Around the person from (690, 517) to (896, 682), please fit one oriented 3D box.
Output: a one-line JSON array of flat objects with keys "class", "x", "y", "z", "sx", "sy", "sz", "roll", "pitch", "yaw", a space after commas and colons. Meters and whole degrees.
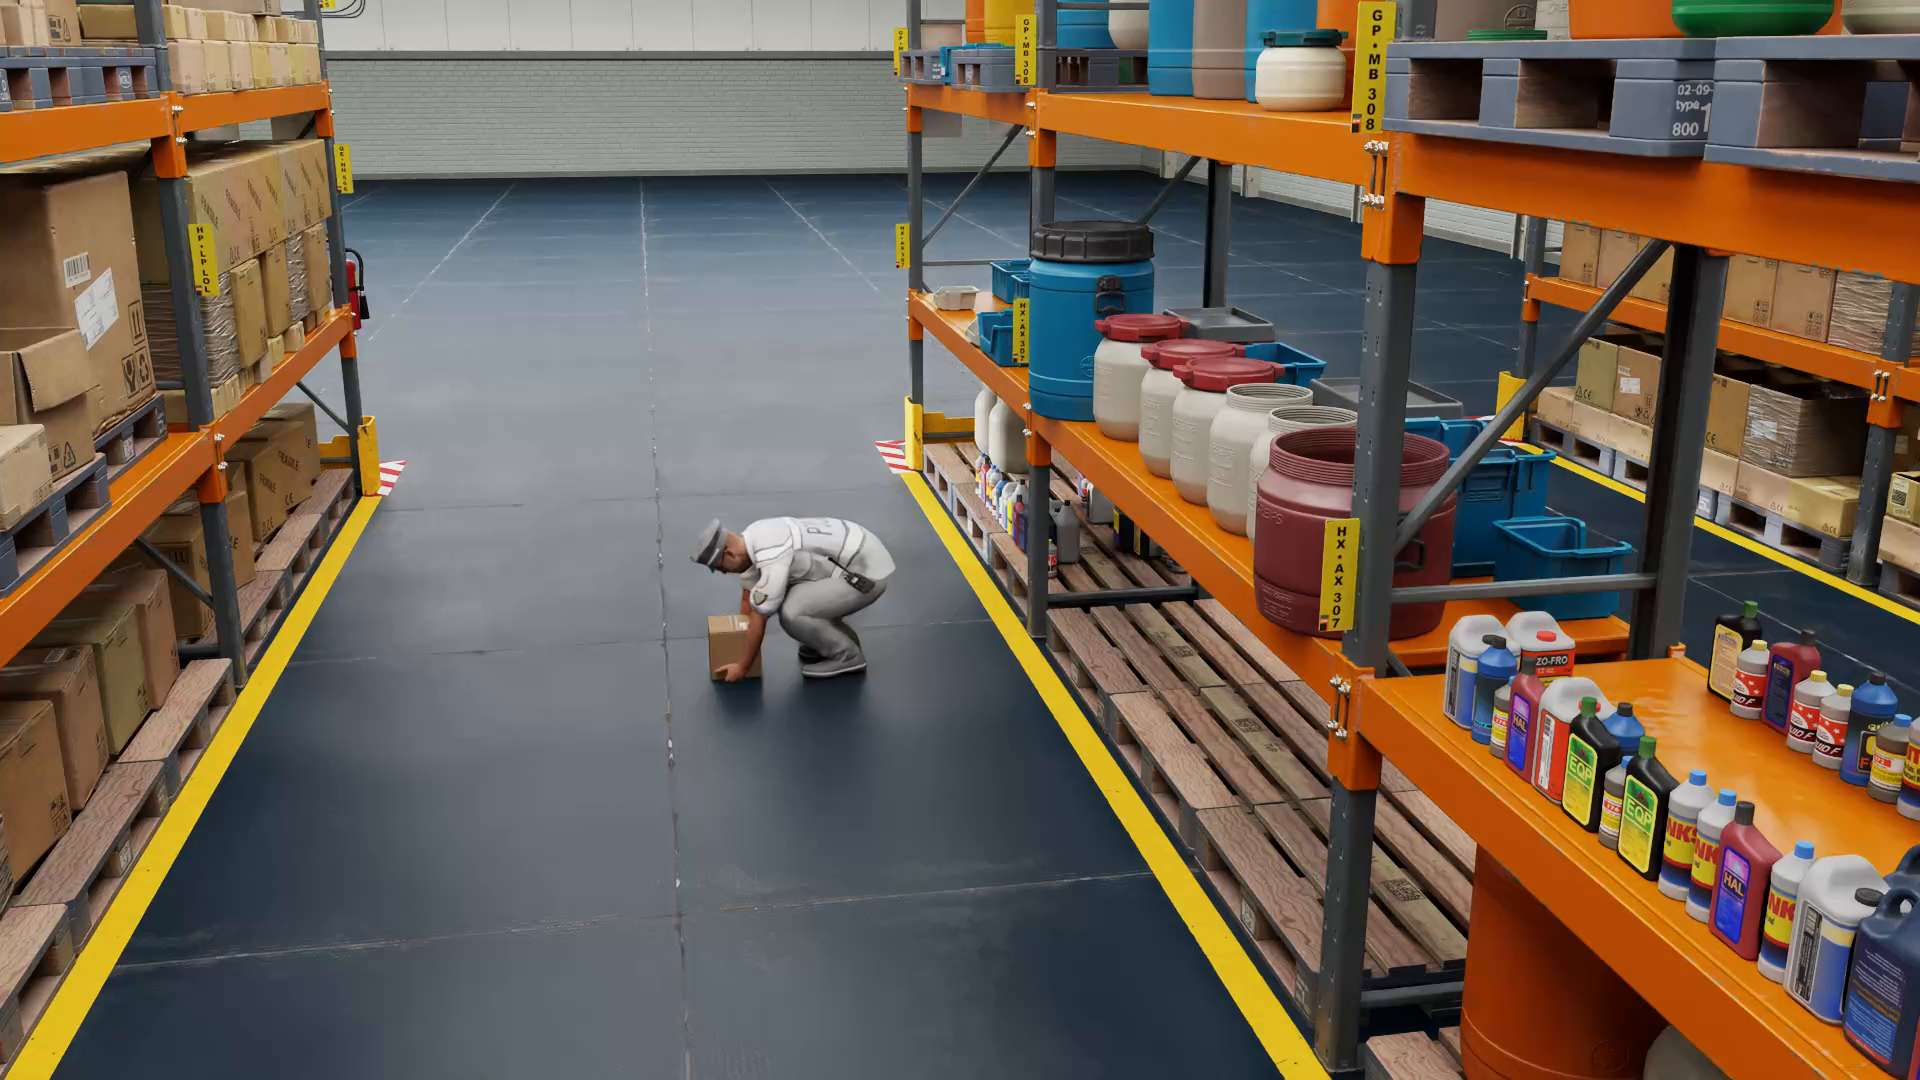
[{"class": "person", "x": -0.833, "y": 0.270, "z": 8.337, "sx": 1.016, "sy": 0.828, "sz": 0.529, "roll": -3, "pitch": 17, "yaw": -12}]
